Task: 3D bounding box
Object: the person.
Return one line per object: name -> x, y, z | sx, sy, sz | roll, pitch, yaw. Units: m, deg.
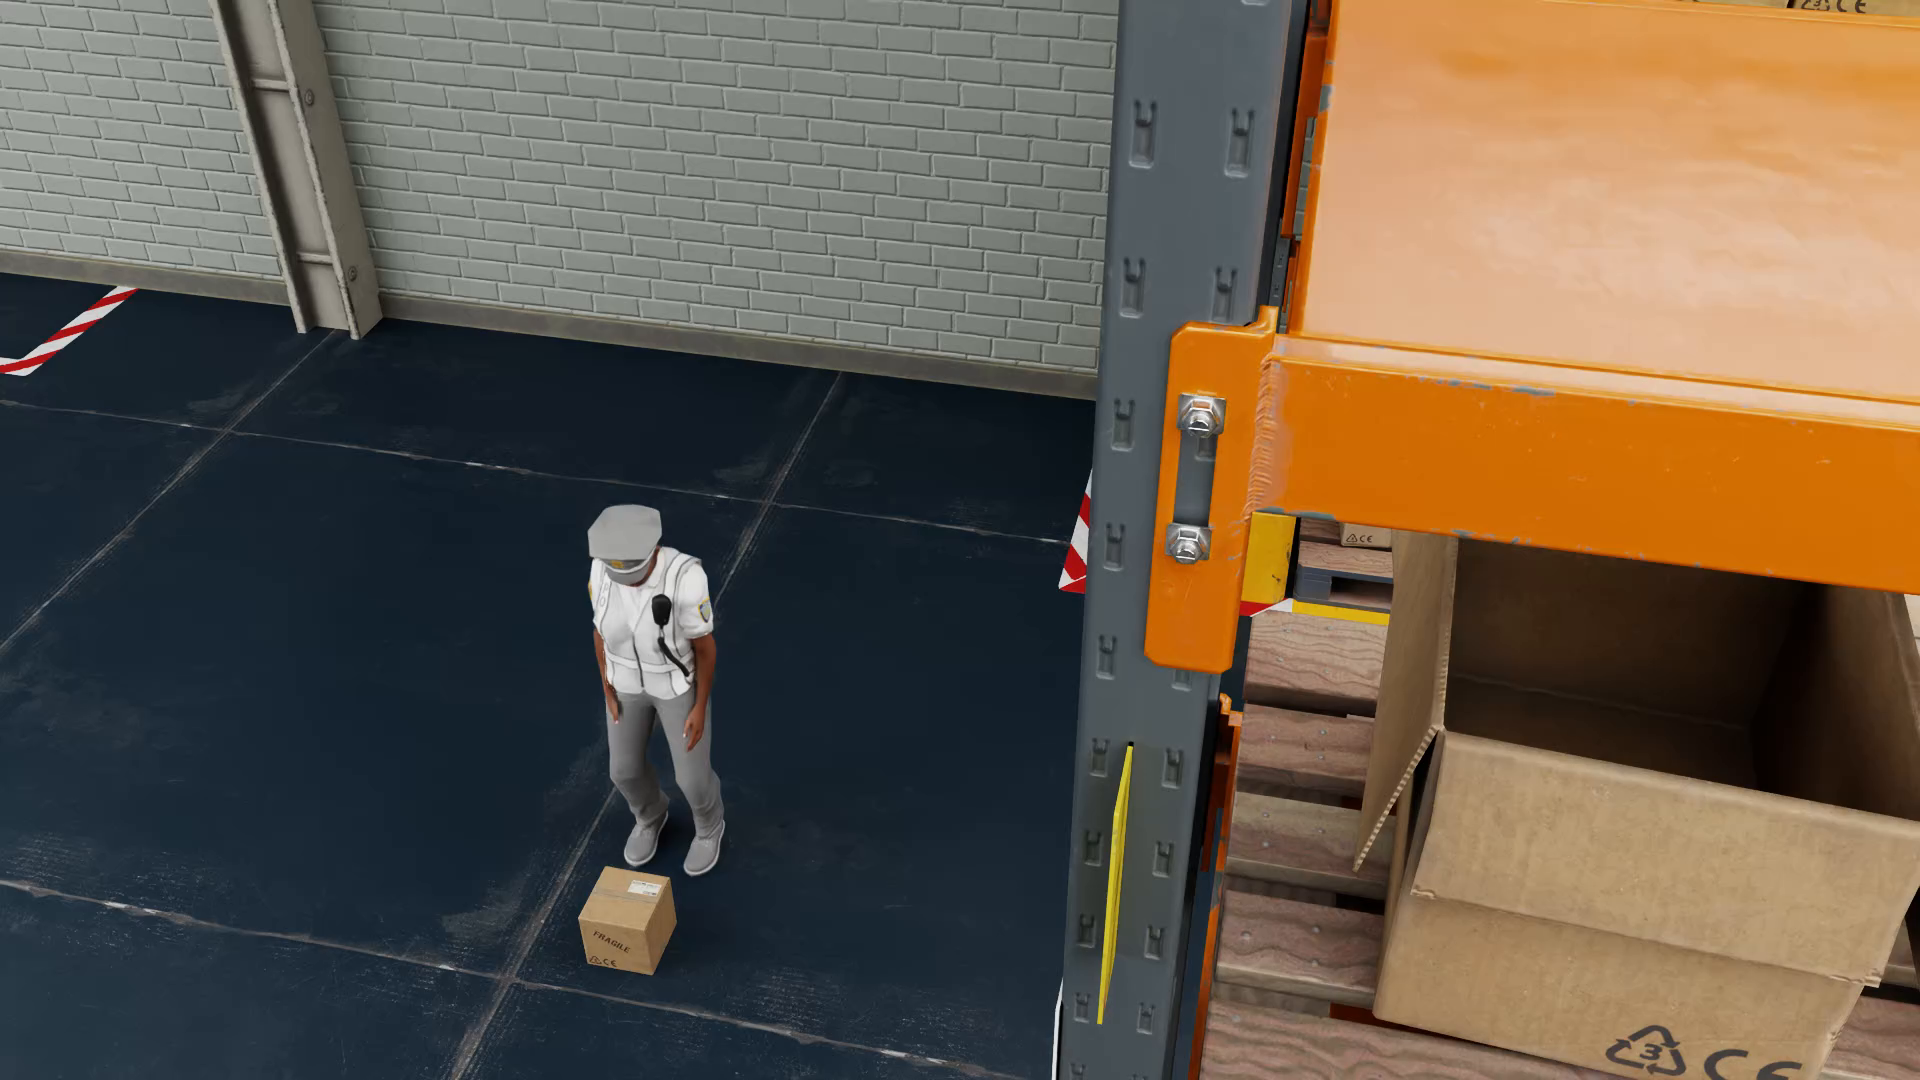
person -> -1.071, 0.545, 5.959 | 0.453, 1.631, 0.425 | 8, 38, 11
